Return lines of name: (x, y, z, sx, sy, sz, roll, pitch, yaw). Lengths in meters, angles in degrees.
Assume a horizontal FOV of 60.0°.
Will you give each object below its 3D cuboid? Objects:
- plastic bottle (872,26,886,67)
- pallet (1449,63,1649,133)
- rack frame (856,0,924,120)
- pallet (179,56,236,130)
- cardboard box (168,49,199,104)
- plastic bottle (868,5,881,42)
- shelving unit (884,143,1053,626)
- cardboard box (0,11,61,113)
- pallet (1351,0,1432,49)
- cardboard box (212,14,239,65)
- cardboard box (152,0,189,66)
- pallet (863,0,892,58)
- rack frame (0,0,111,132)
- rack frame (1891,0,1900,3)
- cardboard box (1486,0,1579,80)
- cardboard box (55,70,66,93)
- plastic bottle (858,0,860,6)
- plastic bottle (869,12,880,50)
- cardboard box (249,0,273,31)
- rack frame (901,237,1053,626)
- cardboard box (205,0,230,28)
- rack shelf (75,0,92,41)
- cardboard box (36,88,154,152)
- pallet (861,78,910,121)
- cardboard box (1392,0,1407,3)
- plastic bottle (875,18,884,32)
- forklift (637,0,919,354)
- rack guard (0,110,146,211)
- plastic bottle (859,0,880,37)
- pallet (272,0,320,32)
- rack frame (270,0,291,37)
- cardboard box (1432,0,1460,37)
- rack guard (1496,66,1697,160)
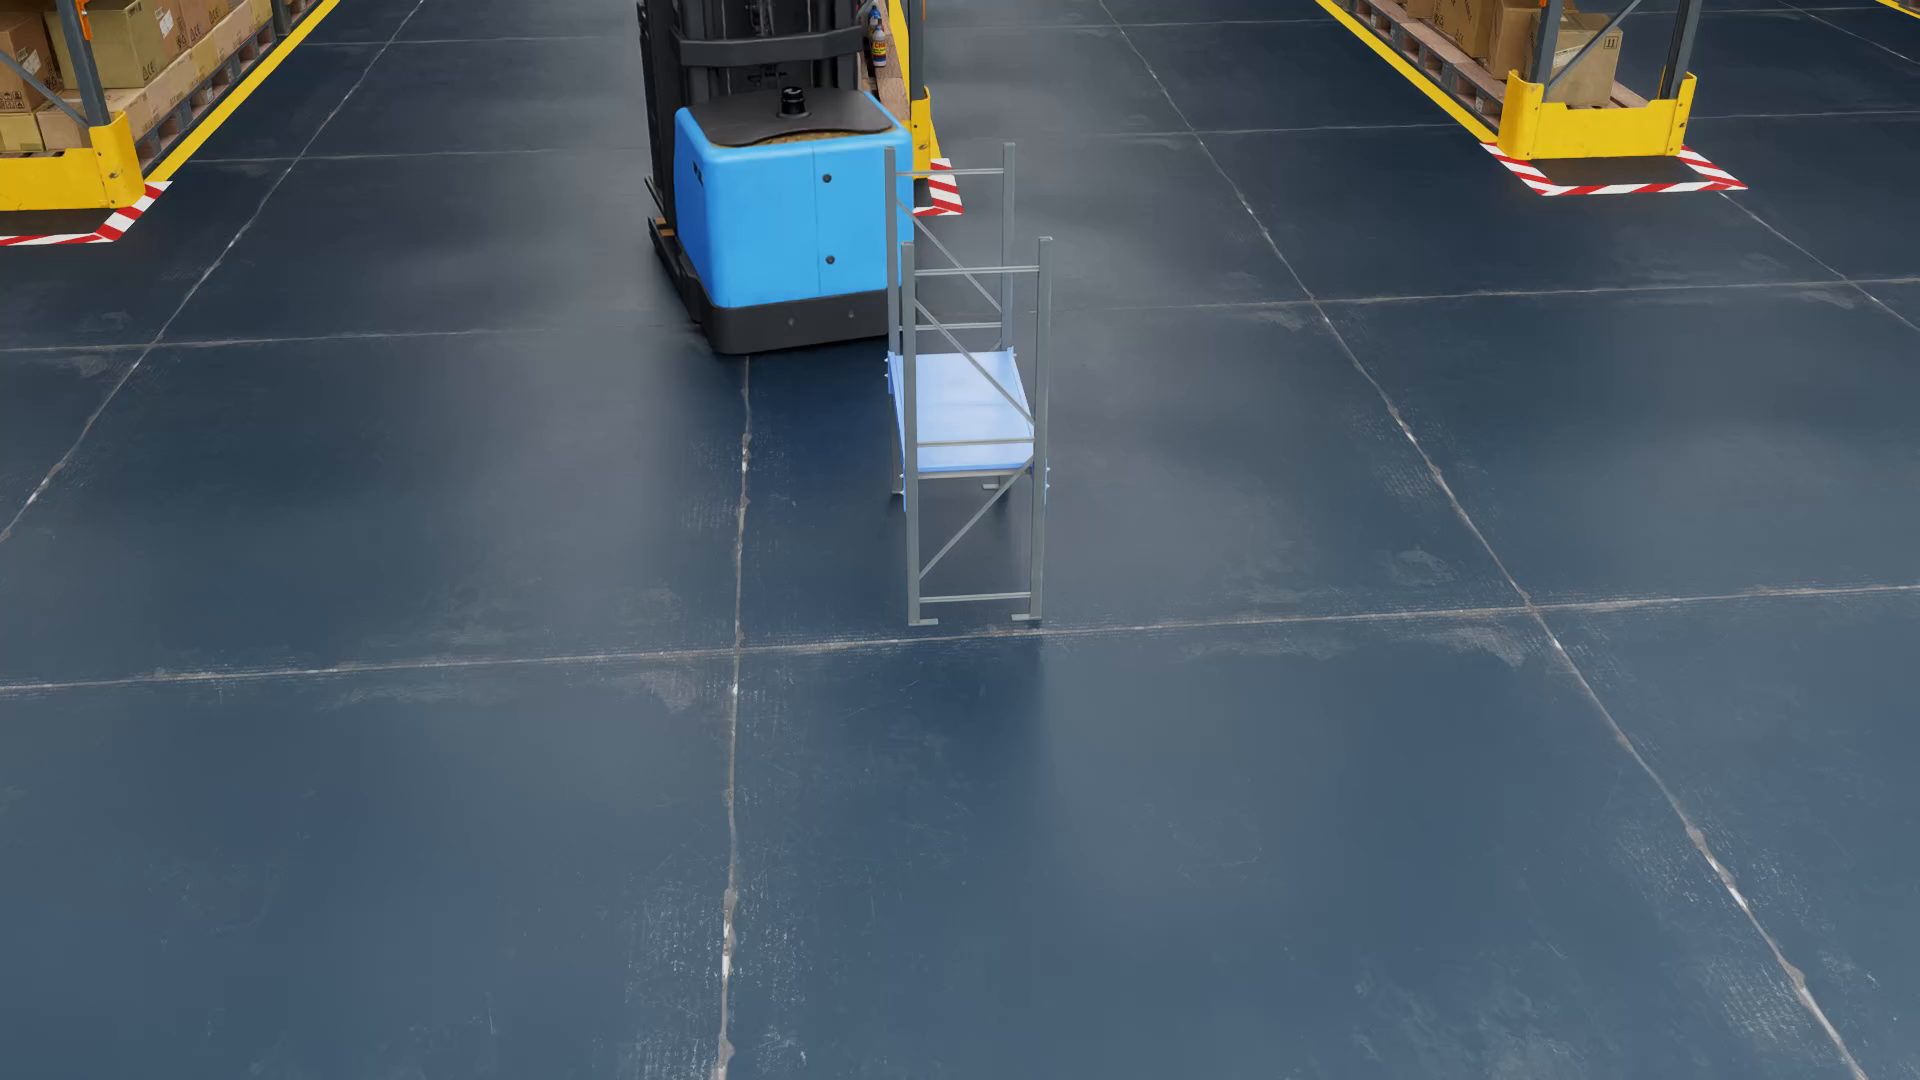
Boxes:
plastic bottle: (-0.586, -3.581, 12.051, 0.097, 0.271, 0.097, 0, 31, 0)
pallet: (4.157, -3.118, 11.764, 1.003, 0.211, 1.213, -3, 31, -5)
rack frame: (-0.727, -3.623, 9.890, 1.000, 3.000, 0.127, -3, 31, -5)
pallet: (-5.883, -3.200, 11.901, 1.003, 0.211, 1.213, -3, 31, -5)
cardboard box: (-5.584, -3.182, 11.424, 0.500, 0.250, 0.500, -3, 31, -5)
plastic bottle: (-0.646, -3.910, 12.603, 0.097, 0.271, 0.097, 0, 31, 0)
shelving unit: (0.008, -0.600, 6.292, 0.538, 1.500, 1.048, -3, 31, -5)
cardboard box: (-6.005, -2.969, 10.335, 0.500, 0.500, 0.500, -3, 31, -5)
pallet: (3.929, -4.364, 13.850, 1.003, 0.211, 1.213, -3, 31, -5)
cardboard box: (-5.673, -3.693, 12.279, 0.500, 0.250, 0.500, -3, 31, -5)
cardboard box: (-5.595, -3.503, 11.231, 0.500, 0.500, 0.500, -3, 31, -5)
pallet: (-1.079, -4.123, 13.447, 1.003, 0.211, 1.213, -3, 31, -5)
rack frame: (-5.659, -3.387, 9.496, 1.000, 3.000, 0.127, -3, 31, -5)
rack frame: (8.779, -6.088, 14.018, 1.000, 3.000, 0.127, -3, 31, -5)
cardboard box: (4.073, -3.590, 11.864, 0.500, 0.500, 0.500, 5, 31, 8)
cardboard box: (-6.062, -2.901, 10.954, 0.500, 0.250, 0.500, -3, 31, -5)
plastic bottle: (-0.805, -4.092, 12.895, 0.061, 0.283, 0.133, -3, 31, -5)
plastic bottle: (-0.627, -3.807, 12.430, 0.097, 0.271, 0.097, 0, 31, 0)
cardboard box: (-5.772, -4.203, 13.133, 0.500, 0.250, 0.500, -3, 31, -5)
rack frame: (0.055, -0.341, 5.858, 0.500, 1.500, 0.032, -3, 31, -5)
cardboard box: (-5.686, -4.014, 12.086, 0.500, 0.500, 0.500, -3, 31, -5)
rack shelf: (-5.846, -4.100, 11.390, 1.077, 0.370, 4.000, -3, 31, -5)
cardboard box: (-5.487, -2.672, 10.569, 0.500, 0.250, 0.500, -3, 31, -5)
pallet: (-0.851, -2.877, 11.361, 1.003, 0.211, 1.213, -3, 31, -5)
cardboard box: (3.828, -4.803, 13.894, 0.500, 0.500, 0.500, -4, 31, -6)
plastic bottle: (-0.589, -3.702, 12.243, 0.061, 0.283, 0.133, -2, 31, -4)
forklift: (-1.156, -2.910, 8.764, 1.130, 2.935, 3.031, -10, 32, -16)
rack guard: (-5.656, -2.302, 10.116, 1.175, 0.500, 0.348, -3, 31, -5)
plastic bottle: (-0.694, -4.023, 12.788, 0.152, 0.276, 0.135, -2, 31, -4)
pallet: (-6.140, -4.607, 14.256, 1.003, 0.211, 1.213, -3, 31, -5)
rack frame: (-6.032, -5.429, 12.915, 1.000, 3.000, 0.127, -3, 31, -5)
cardboard box: (4.026, -4.198, 12.881, 0.500, 0.500, 0.500, -5, 31, -9)
rack guard: (4.198, -2.826, 10.993, 1.175, 0.500, 0.348, -3, 31, -5)
